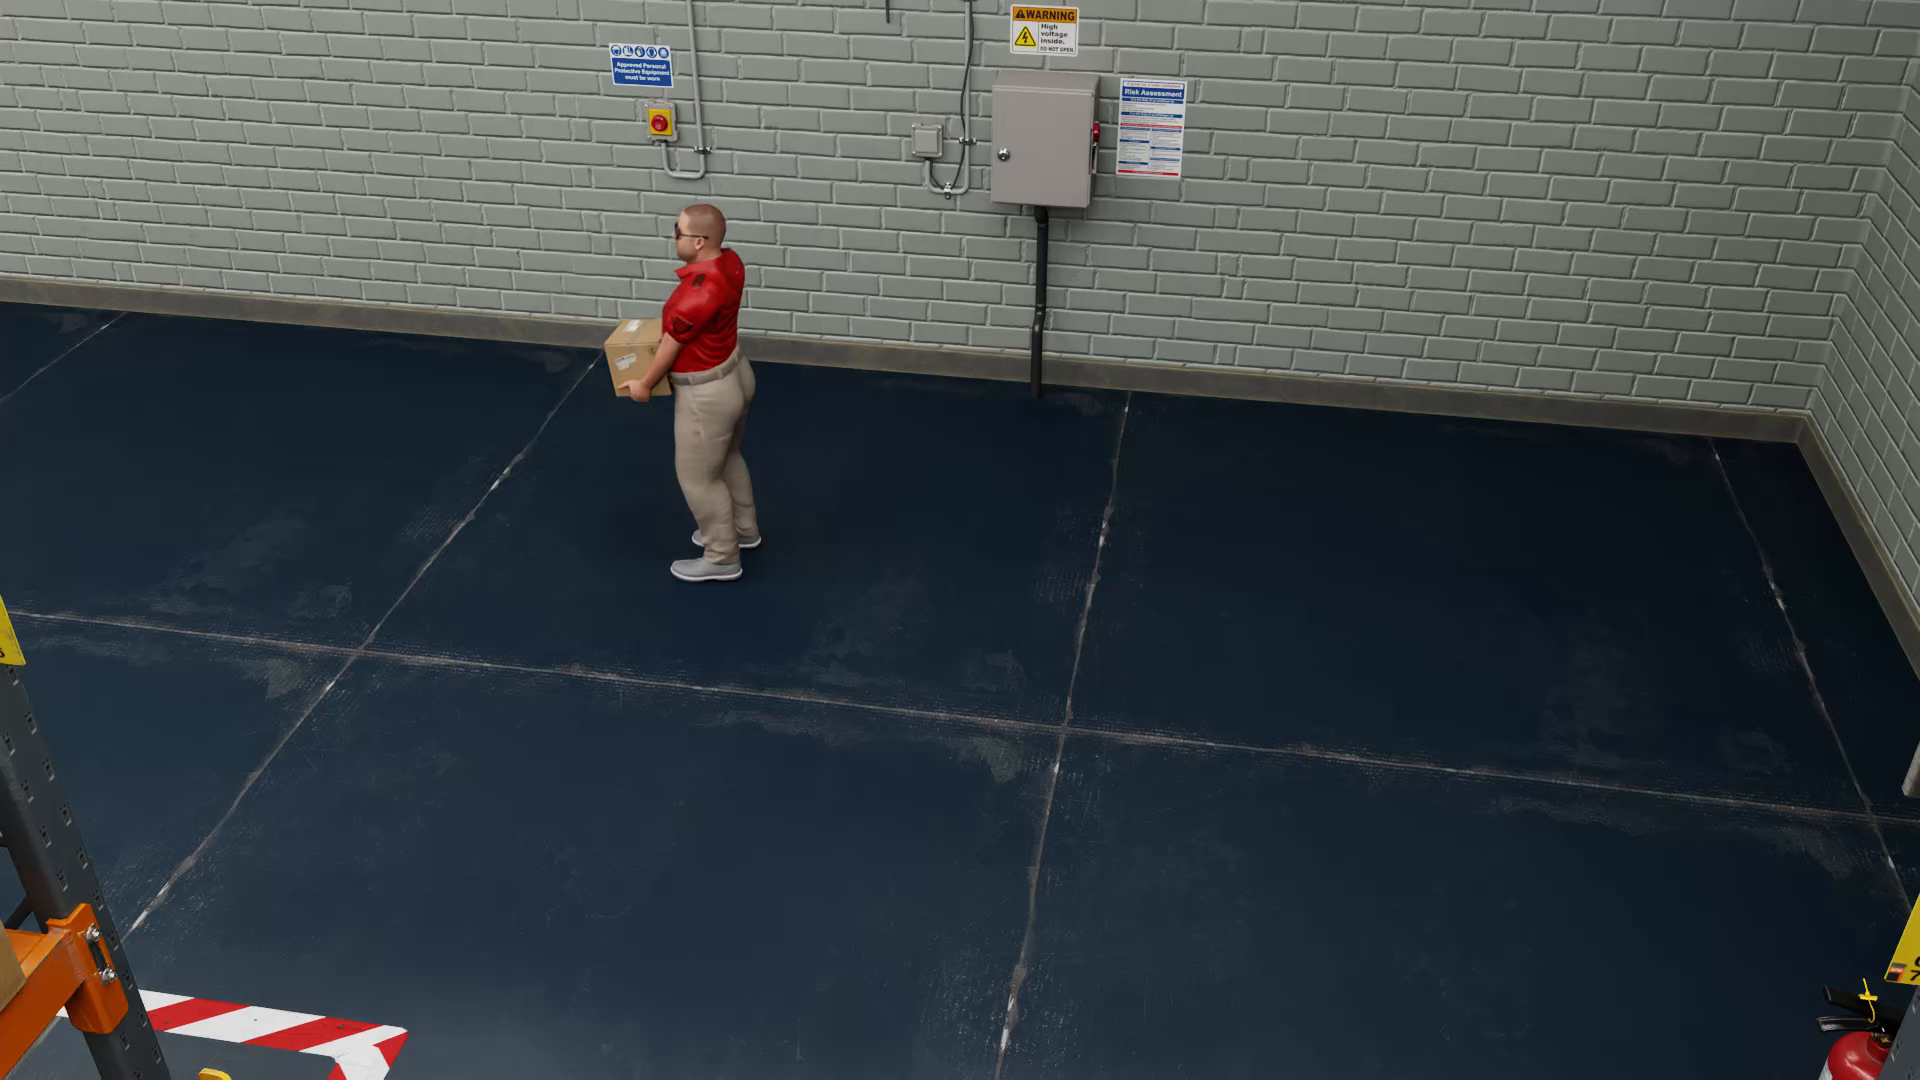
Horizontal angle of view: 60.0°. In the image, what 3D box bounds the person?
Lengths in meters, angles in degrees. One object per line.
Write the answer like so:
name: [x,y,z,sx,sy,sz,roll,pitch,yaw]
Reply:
person: [-1.173,-0.635,7.172,0.540,1.722,0.490,5,33,9]
